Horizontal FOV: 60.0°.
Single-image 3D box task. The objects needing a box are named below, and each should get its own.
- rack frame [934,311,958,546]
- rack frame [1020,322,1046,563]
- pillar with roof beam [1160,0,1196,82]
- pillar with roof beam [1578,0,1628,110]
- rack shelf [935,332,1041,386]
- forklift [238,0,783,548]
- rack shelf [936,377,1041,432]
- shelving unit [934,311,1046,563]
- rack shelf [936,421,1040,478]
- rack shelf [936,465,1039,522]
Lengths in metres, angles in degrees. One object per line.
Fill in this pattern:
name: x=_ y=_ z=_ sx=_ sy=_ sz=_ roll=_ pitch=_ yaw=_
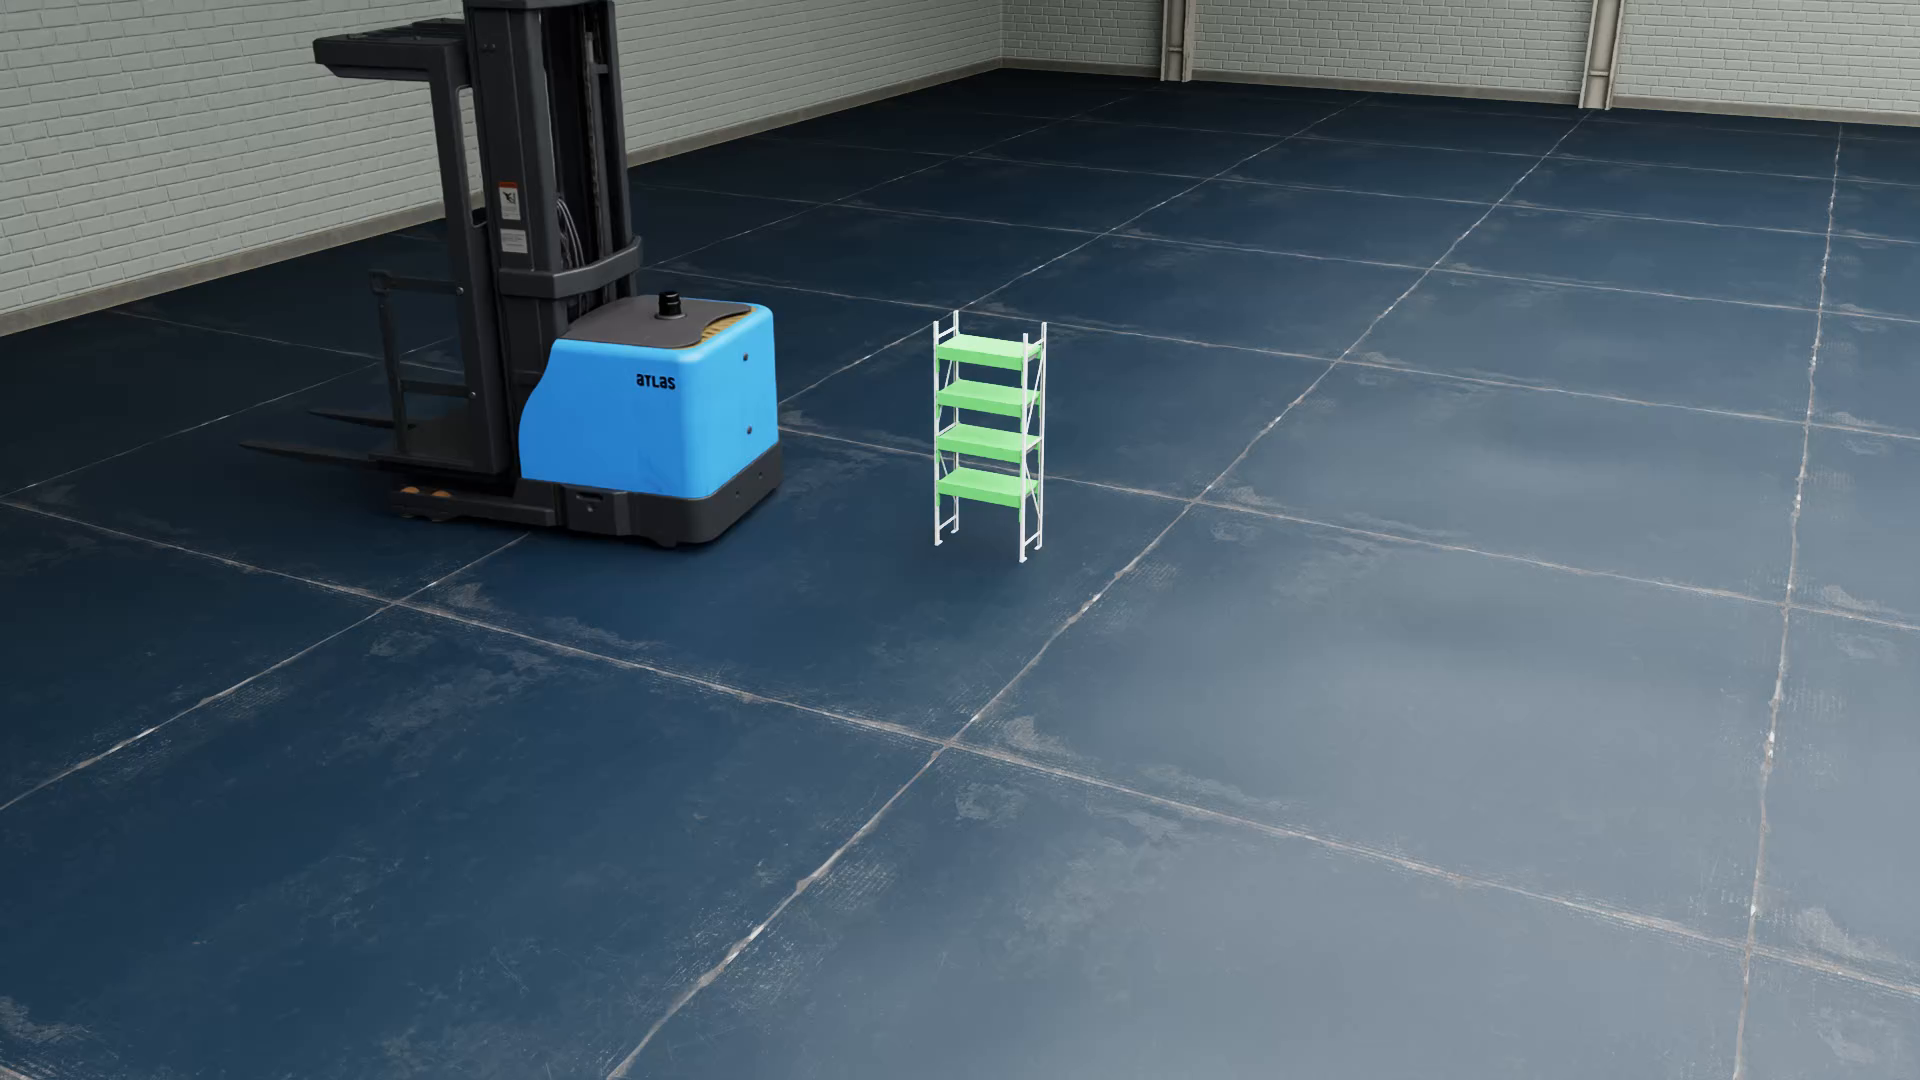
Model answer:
rack frame: x=-0.070 y=-0.566 z=8.548 sx=0.015 sy=1.200 sz=0.240 roll=11 pitch=25 yaw=25
rack frame: x=0.365 y=-0.480 z=8.345 sx=0.015 sy=1.200 sz=0.240 roll=11 pitch=25 yaw=25
pillar with roof beam: x=1.310 y=-9.562 z=19.735 sx=0.400 sy=9.000 sz=9.100 roll=11 pitch=25 yaw=25
pillar with roof beam: x=6.664 y=-8.502 z=17.243 sx=0.400 sy=9.000 sz=9.100 roll=11 pitch=25 yaw=25
rack shelf: x=0.148 y=-0.906 z=8.284 sx=0.480 sy=0.148 sz=0.258 roll=11 pitch=25 yaw=25
forklift: x=-2.572 y=-1.633 z=8.844 sx=3.031 sy=2.935 sz=1.130 roll=7 pitch=24 yaw=16
rack shelf: x=0.148 y=-0.685 z=8.378 sx=0.480 sy=0.148 sz=0.258 roll=11 pitch=25 yaw=25
shelving unit: x=0.148 y=-0.523 z=8.446 sx=0.503 sy=1.200 sz=0.258 roll=11 pitch=25 yaw=25
rack shelf: x=0.148 y=-0.464 z=8.471 sx=0.480 sy=0.148 sz=0.258 roll=11 pitch=25 yaw=25
rack shelf: x=0.148 y=-0.243 z=8.565 sx=0.480 sy=0.148 sz=0.258 roll=11 pitch=25 yaw=25
